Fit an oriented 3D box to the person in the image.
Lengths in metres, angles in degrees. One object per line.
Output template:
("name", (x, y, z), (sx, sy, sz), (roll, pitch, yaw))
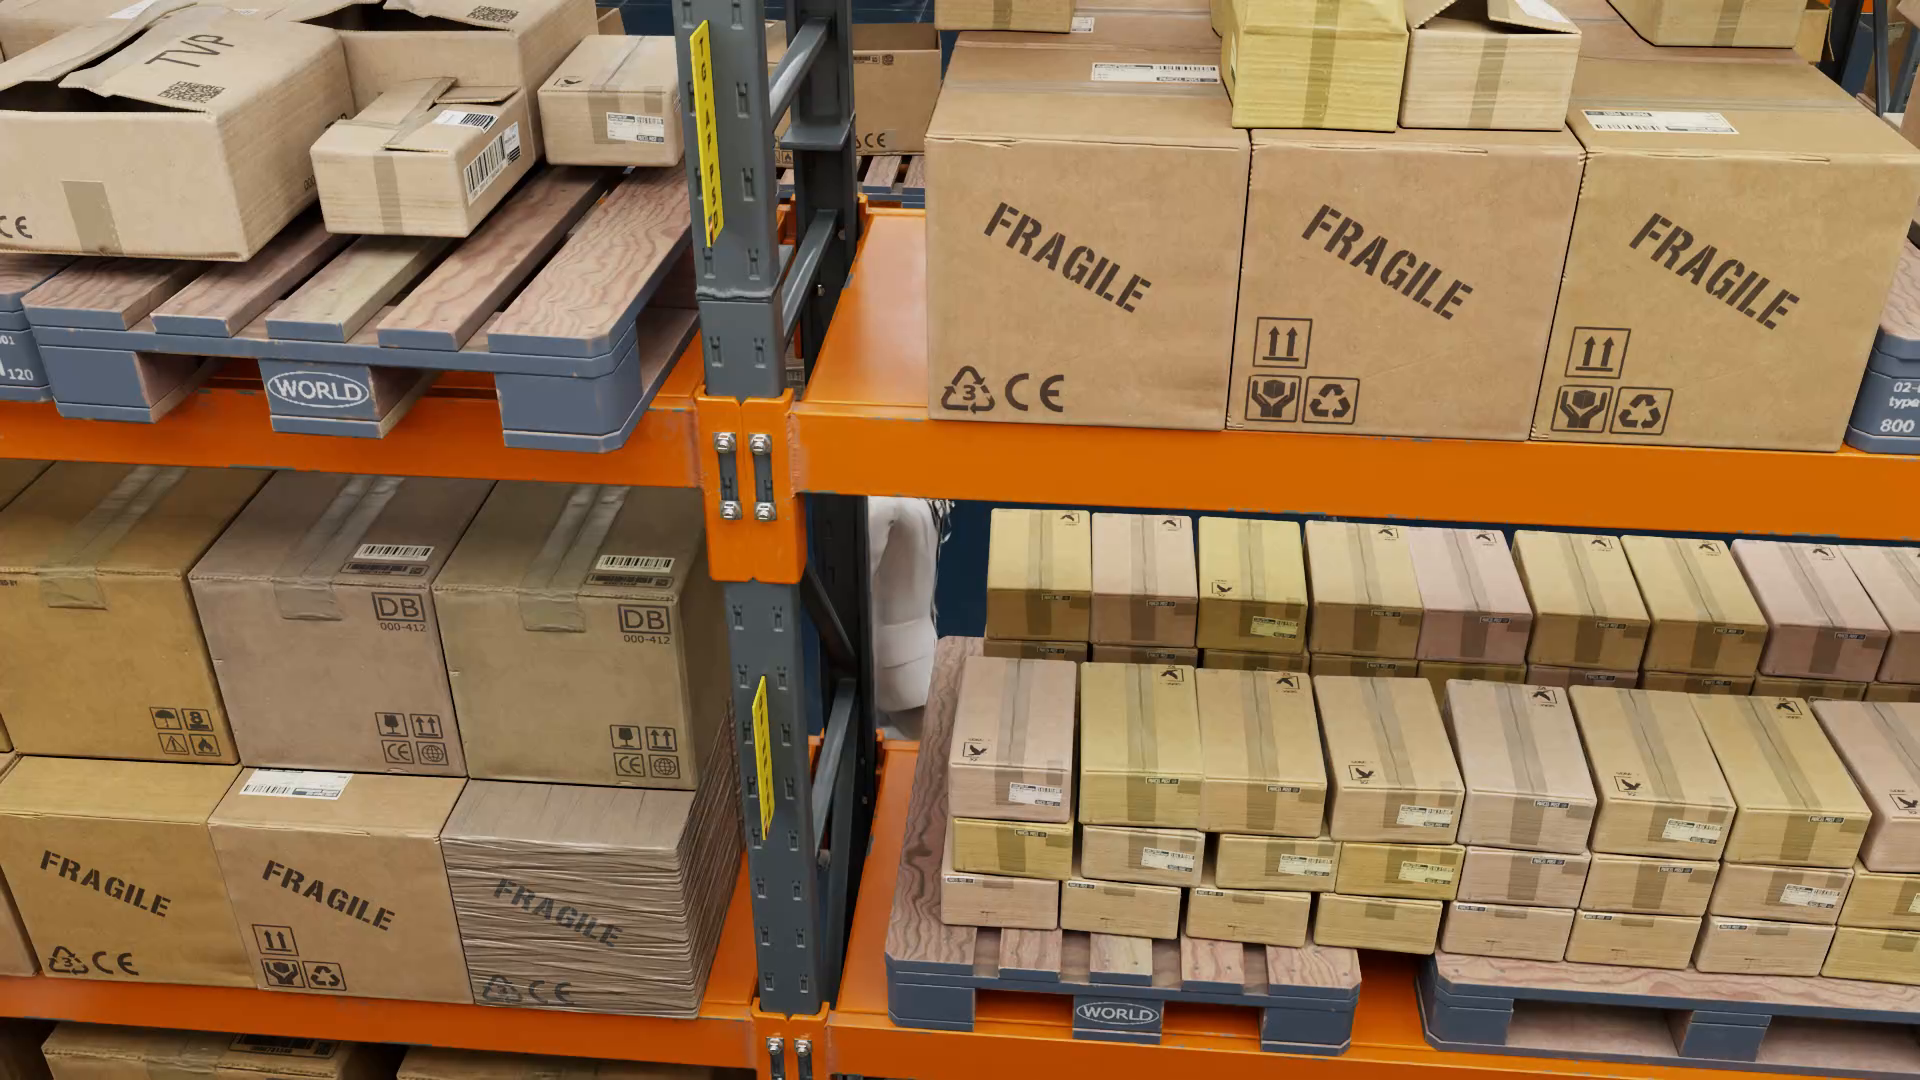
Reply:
("person", (-0.290, 0.277, 5.691), (0.594, 1.771, 0.677), (3, 32, 5))
